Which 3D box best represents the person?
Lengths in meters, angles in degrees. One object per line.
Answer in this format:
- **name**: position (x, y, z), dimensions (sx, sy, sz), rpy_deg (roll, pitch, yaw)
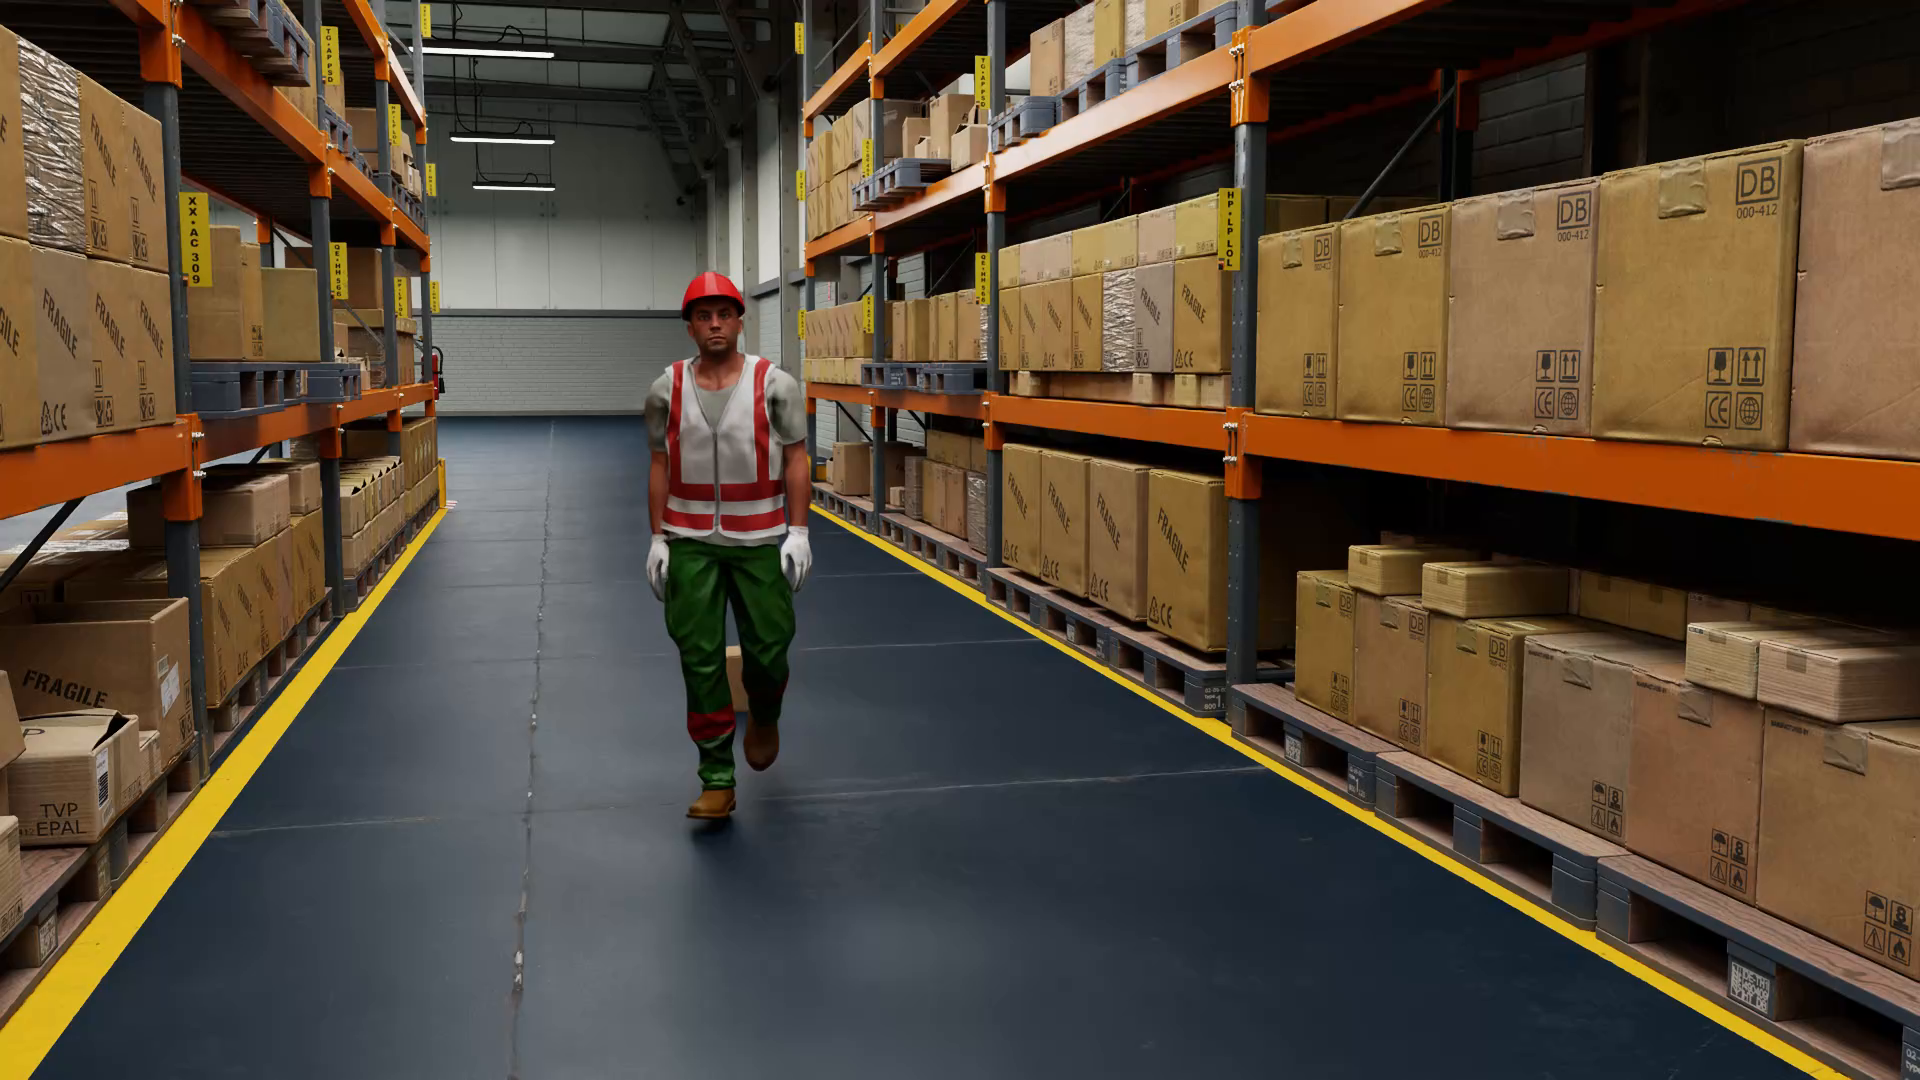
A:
- **person**: position (-0.764, 0.006, 5.557), dimensions (0.550, 1.774, 0.702), rpy_deg (0, 6, 0)
